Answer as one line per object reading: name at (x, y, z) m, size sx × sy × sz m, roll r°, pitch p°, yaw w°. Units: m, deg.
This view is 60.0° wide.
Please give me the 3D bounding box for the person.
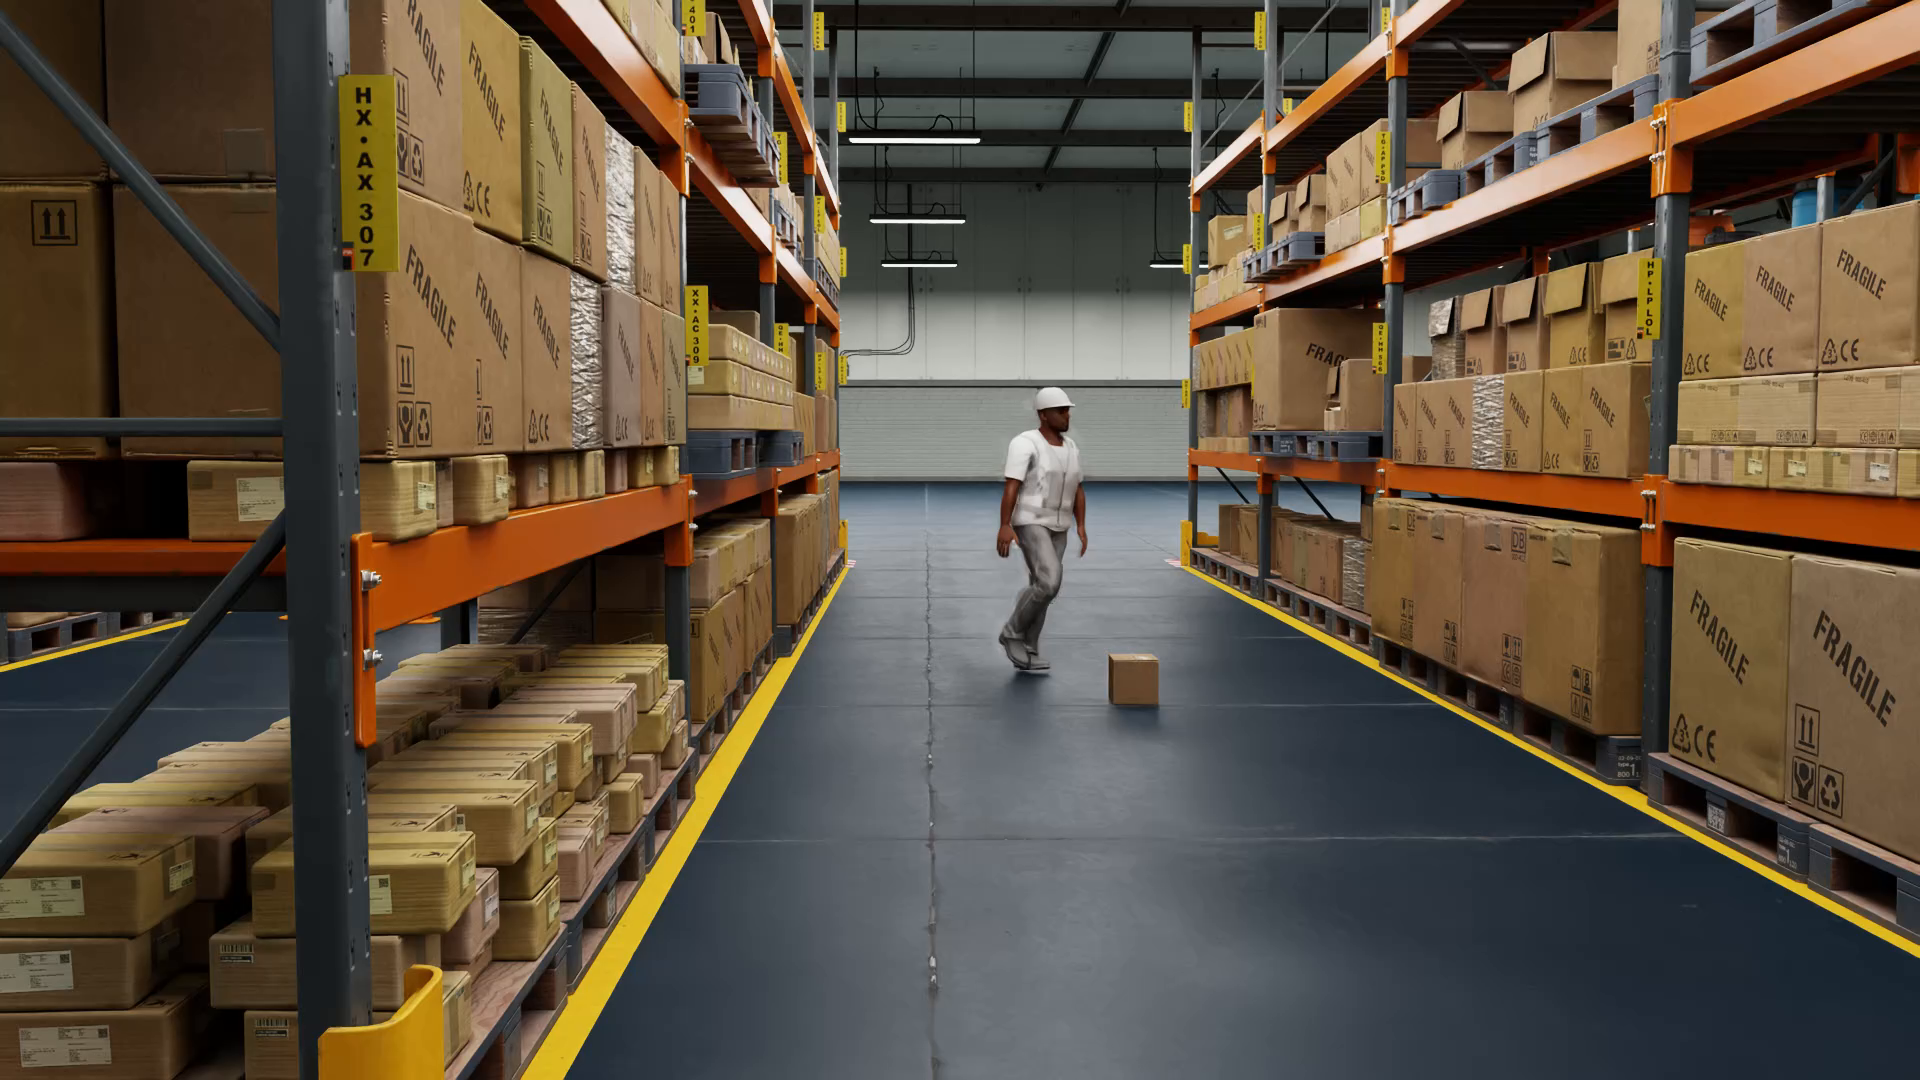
person at (0.496, -0.063, 10.292) m, size 0.705 × 1.758 × 0.459 m, roll -4°, pitch 5°, yaw -44°
